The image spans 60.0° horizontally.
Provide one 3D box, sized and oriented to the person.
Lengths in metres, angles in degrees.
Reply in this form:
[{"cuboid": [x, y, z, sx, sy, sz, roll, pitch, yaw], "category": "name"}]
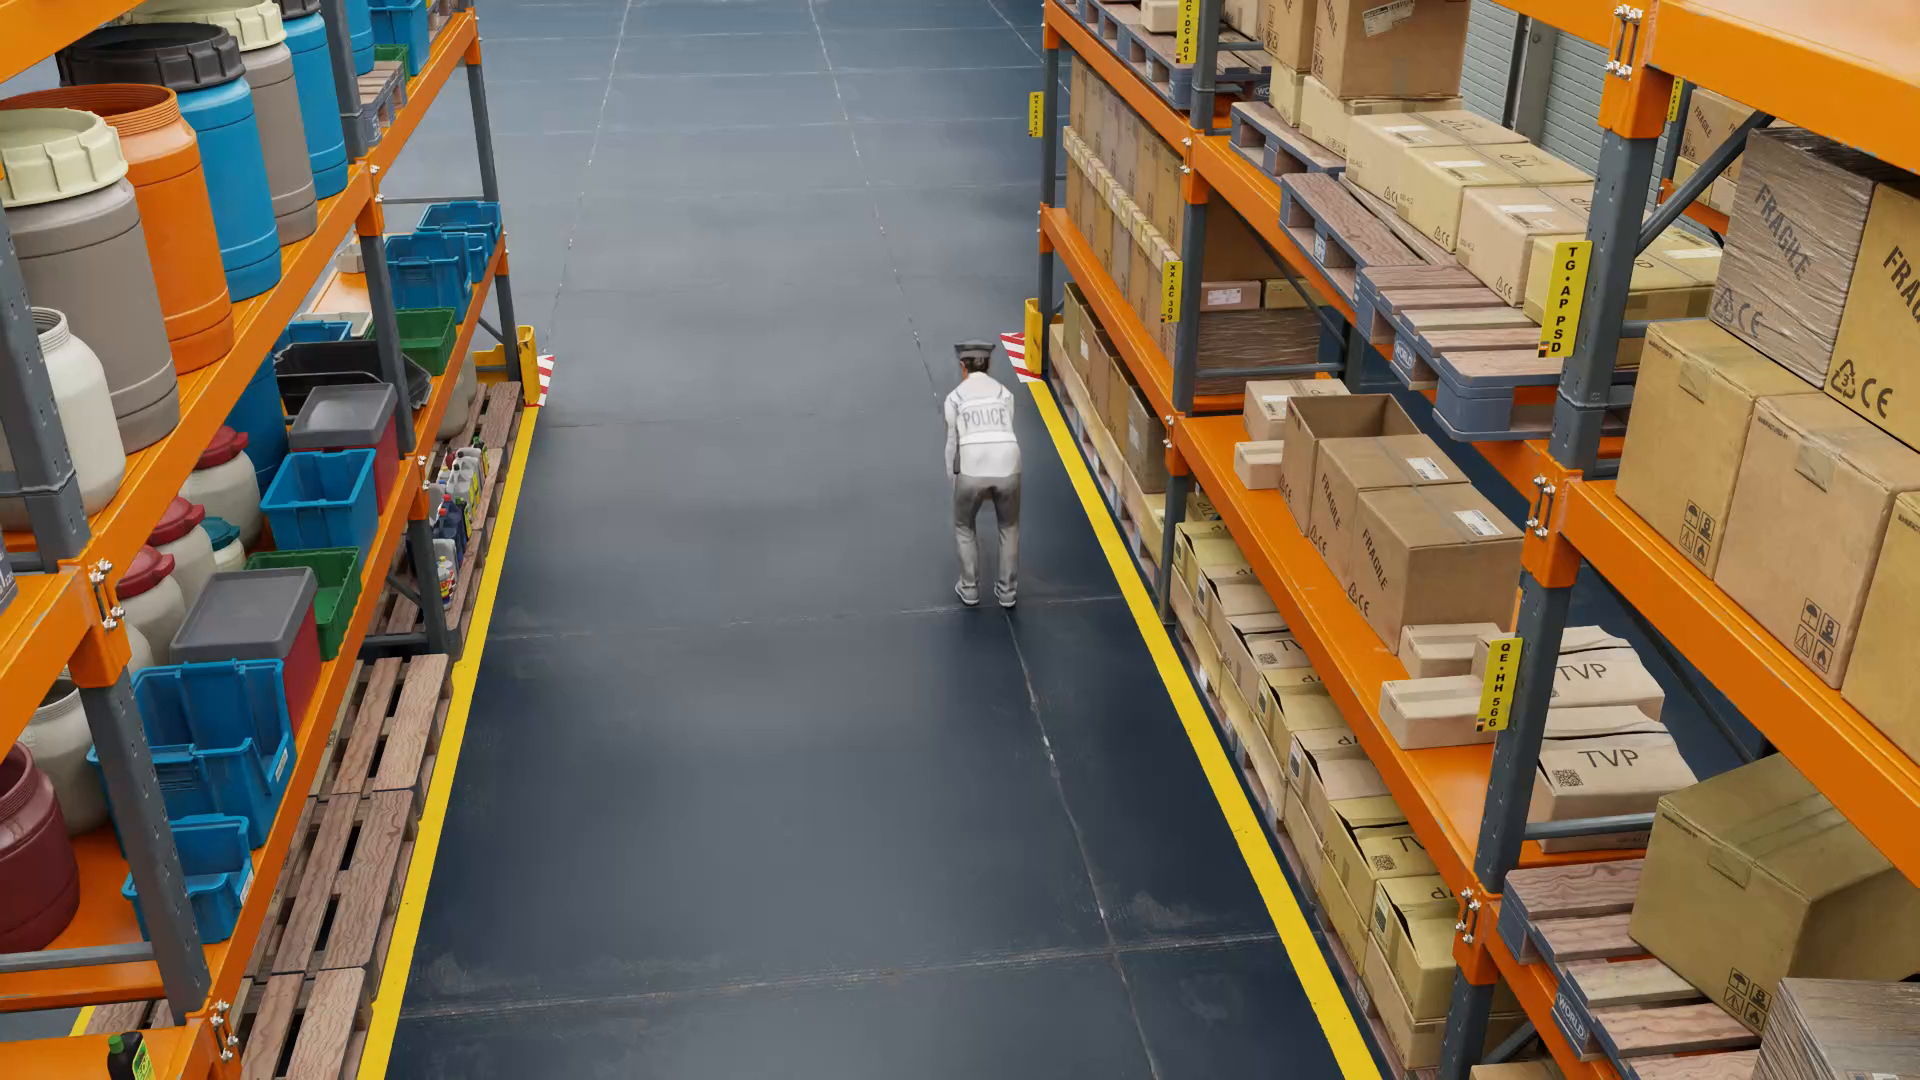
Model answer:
[{"cuboid": [0.120, -0.380, 9.560, 0.409, 1.483, 0.758, -4, 28, -7], "category": "person"}]
